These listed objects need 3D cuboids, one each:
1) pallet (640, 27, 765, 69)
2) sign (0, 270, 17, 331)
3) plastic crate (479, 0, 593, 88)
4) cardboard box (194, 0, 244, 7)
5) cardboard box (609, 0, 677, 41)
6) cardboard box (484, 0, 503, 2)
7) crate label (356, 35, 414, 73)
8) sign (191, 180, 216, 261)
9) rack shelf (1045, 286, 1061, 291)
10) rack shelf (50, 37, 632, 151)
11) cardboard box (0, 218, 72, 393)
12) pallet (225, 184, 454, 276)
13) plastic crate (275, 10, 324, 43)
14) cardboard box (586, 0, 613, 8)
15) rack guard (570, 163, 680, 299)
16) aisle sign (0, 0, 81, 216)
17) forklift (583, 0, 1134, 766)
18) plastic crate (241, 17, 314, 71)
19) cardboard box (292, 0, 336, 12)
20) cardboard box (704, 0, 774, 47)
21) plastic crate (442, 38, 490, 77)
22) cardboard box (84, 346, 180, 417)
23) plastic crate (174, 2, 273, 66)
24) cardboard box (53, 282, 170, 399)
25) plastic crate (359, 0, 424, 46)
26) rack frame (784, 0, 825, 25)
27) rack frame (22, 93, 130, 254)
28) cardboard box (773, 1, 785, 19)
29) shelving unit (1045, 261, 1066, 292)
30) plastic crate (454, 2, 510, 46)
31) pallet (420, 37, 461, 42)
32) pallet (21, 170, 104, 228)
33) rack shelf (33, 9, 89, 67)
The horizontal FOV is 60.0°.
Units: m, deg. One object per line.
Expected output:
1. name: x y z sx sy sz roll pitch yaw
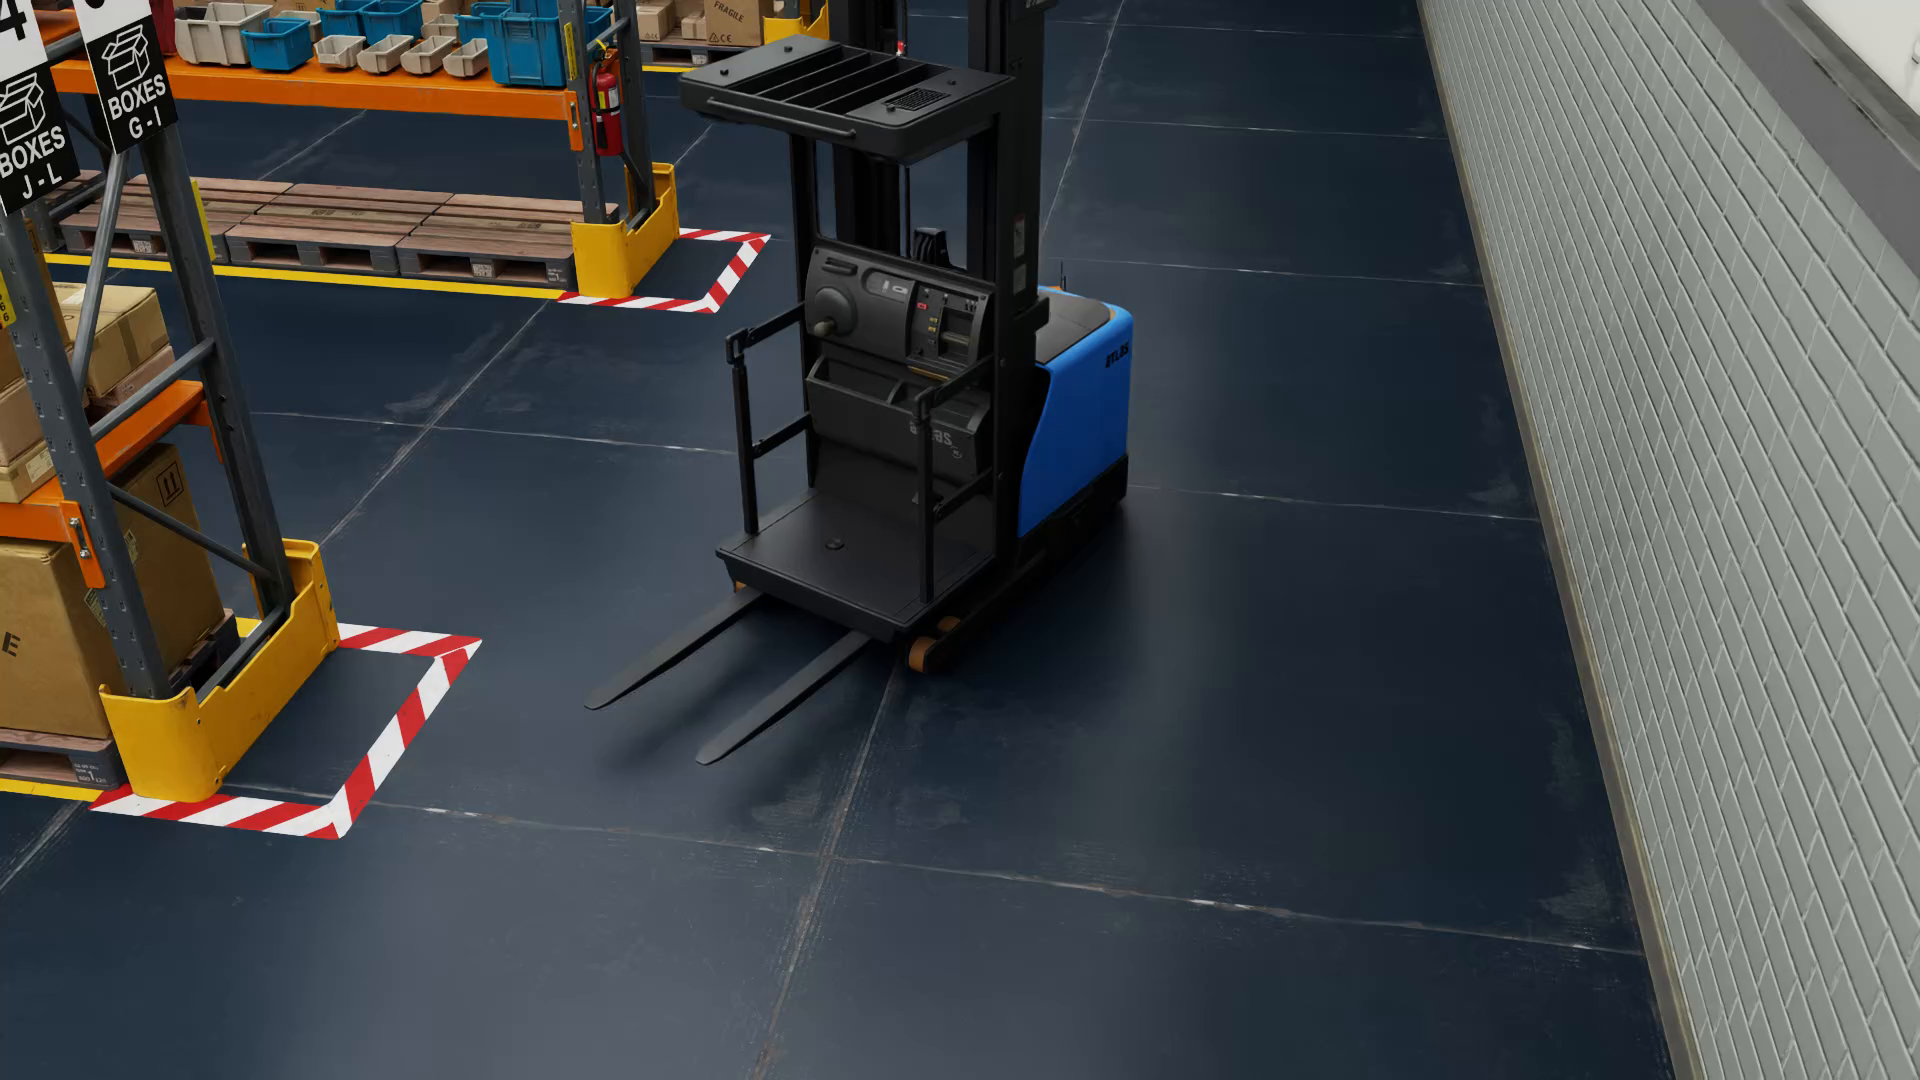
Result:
1. pallet: -2.270 -4.624 15.438 1.213 0.211 1.003 5 32 8
2. sign: -3.184 -0.856 5.476 0.005 0.325 0.100 5 32 8
3. plastic crate: -2.607 -3.111 10.303 0.499 0.435 0.616 5 32 8
4. cardboard box: -6.866 -5.200 15.672 0.500 0.500 0.500 6 32 9
5. cardboard box: -2.918 -4.769 15.220 0.500 0.250 0.500 5 32 8
6. cardboard box: -4.363 -5.159 15.937 0.250 0.149 0.380 5 32 8
7. crate label: -3.642 -3.075 10.528 0.243 0.136 0.396 5 32 8
8. sign: -2.980 -1.238 6.510 0.005 0.325 0.100 5 32 8
9. rack shelf: 0.407 -1.171 8.616 0.240 0.259 0.215 -1 32 -2
10. rack shelf: -4.217 -3.012 10.912 4.000 0.370 1.077 5 32 8
11. cardboard box: -3.604 -0.834 5.910 0.500 0.500 0.500 6 32 9
12. pallet: -4.251 -2.160 11.502 1.213 0.211 1.003 5 32 8
13. plastic crate: -4.422 -3.411 11.064 0.466 0.136 0.293 5 32 8
14. cardboard box: -3.499 -5.049 15.427 0.637 0.503 0.797 5 32 8
15. rack guard: -2.220 -2.083 11.107 0.348 0.500 1.175 5 32 8
16. aisle sign: -3.059 -1.486 5.347 0.004 0.787 0.394 5 32 8
17. forklift: -0.399 -0.943 6.994 1.130 2.935 3.031 20 37 29
18. plastic crate: -4.313 -3.142 10.543 0.300 0.233 0.416 5 32 8
19. cardboard box: -5.886 -5.106 15.522 0.500 0.500 0.500 5 32 8
20. cardboard box: -1.986 -4.775 14.993 0.500 0.500 0.500 5 32 8
21. plastic crate: -3.080 -3.030 10.455 0.243 0.136 0.396 5 32 8
22. cardboard box: -3.373 -0.645 6.691 0.250 0.149 0.380 6 32 9
23. plastic crate: -4.715 -3.238 10.650 0.530 0.282 0.437 5 32 8
24. cardboard box: -3.507 -0.794 6.553 0.500 0.250 0.500 4 32 7
25. plastic crate: -3.732 -3.404 10.963 0.300 0.233 0.416 5 32 8
26. rack frame: -1.409 -5.728 14.575 0.127 3.000 1.000 5 32 8
27. rack frame: -6.189 -3.495 11.007 0.127 3.000 1.000 5 32 8
28. cardboard box: -1.764 -4.924 15.561 0.250 0.149 0.380 5 32 8
29. shelving unit: 0.407 -0.939 8.760 0.252 1.050 0.215 -1 32 -2
30. plastic crate: -3.083 -3.345 10.869 0.300 0.233 0.416 5 32 8
31. pallet: -4.675 -4.841 15.786 1.213 0.211 1.003 5 32 8
32. pallet: -6.942 -2.404 11.891 1.213 0.211 1.003 5 32 8
33. rack shelf: -5.051 -1.693 5.978 4.000 0.370 1.077 5 32 8
